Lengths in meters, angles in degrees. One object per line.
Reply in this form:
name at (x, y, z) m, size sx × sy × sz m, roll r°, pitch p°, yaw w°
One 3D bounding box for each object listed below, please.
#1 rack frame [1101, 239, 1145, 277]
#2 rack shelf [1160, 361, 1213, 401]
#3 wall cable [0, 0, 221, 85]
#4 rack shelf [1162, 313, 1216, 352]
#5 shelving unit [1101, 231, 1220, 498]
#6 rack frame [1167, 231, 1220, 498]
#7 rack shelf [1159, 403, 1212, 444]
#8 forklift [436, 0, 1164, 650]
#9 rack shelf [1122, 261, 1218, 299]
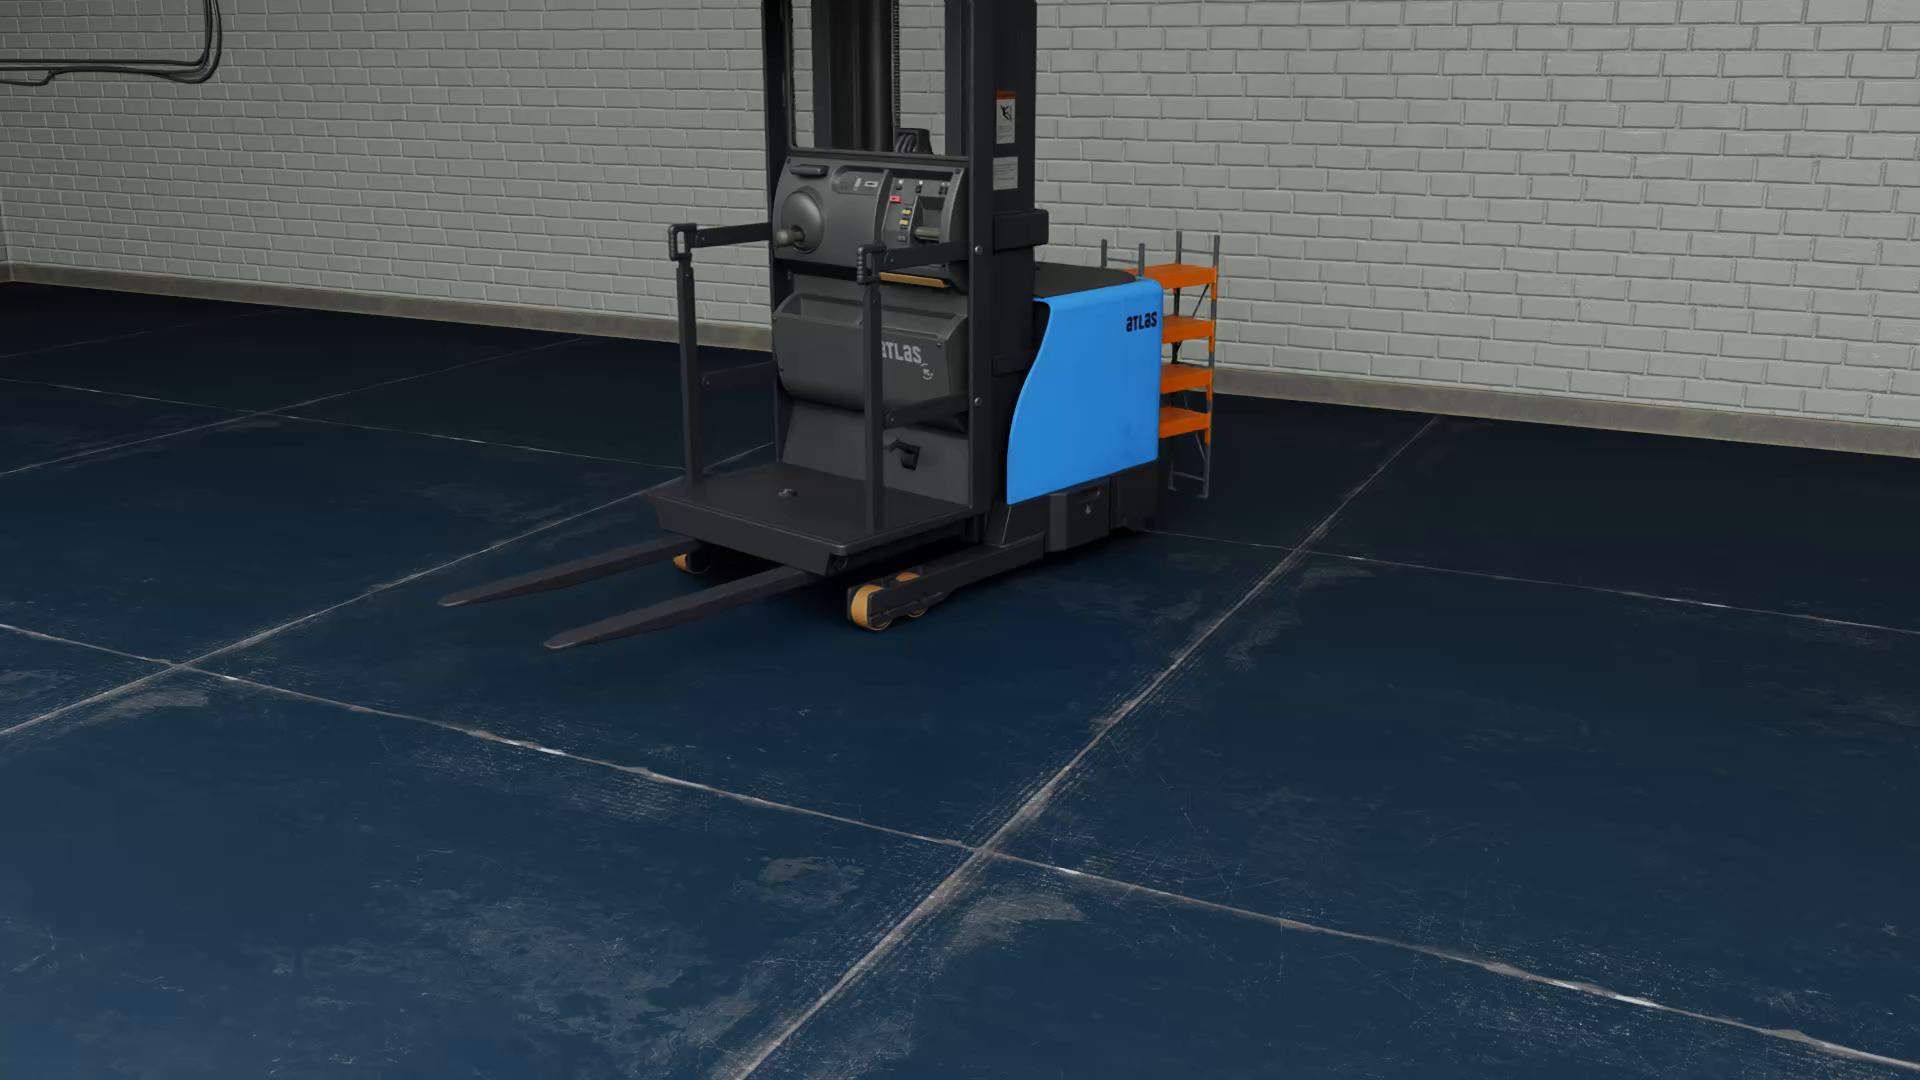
rack frame at (0.698, -0.702, 7.280) m, size 0.015 × 1.200 × 0.240 m, roll -14°, pitch 22°, yaw -40°
rack shelf at (0.880, -0.683, 7.454) m, size 0.480 × 0.148 × 0.258 m, roll -14°, pitch 22°, yaw -40°
wall cable at (-7.126, -4.933, 13.281) m, size 3.097 × 2.526 × 0.112 m, roll 8°, pitch 18°, yaw 25°
rack shelf at (0.880, -0.898, 7.391) m, size 0.480 × 0.148 × 0.258 m, roll -14°, pitch 22°, yaw -40°
shelving unit at (0.880, -0.748, 7.435) m, size 0.503 × 1.200 × 0.258 m, roll -14°, pitch 22°, yaw -40°
rack frame at (1.062, -0.794, 7.591) m, size 0.015 × 1.200 × 0.240 m, roll -14°, pitch 22°, yaw -40°
rack shelf at (0.880, -0.493, 7.511) m, size 0.480 × 0.148 × 0.258 m, roll -14°, pitch 22°, yaw -40°
forklift at (-0.492, -1.242, 6.058) m, size 1.130 × 2.935 × 3.031 m, roll 14°, pitch 22°, yaw 40°
rack shelf at (0.880, -1.125, 7.323) m, size 0.480 × 0.148 × 0.258 m, roll -14°, pitch 22°, yaw -40°
